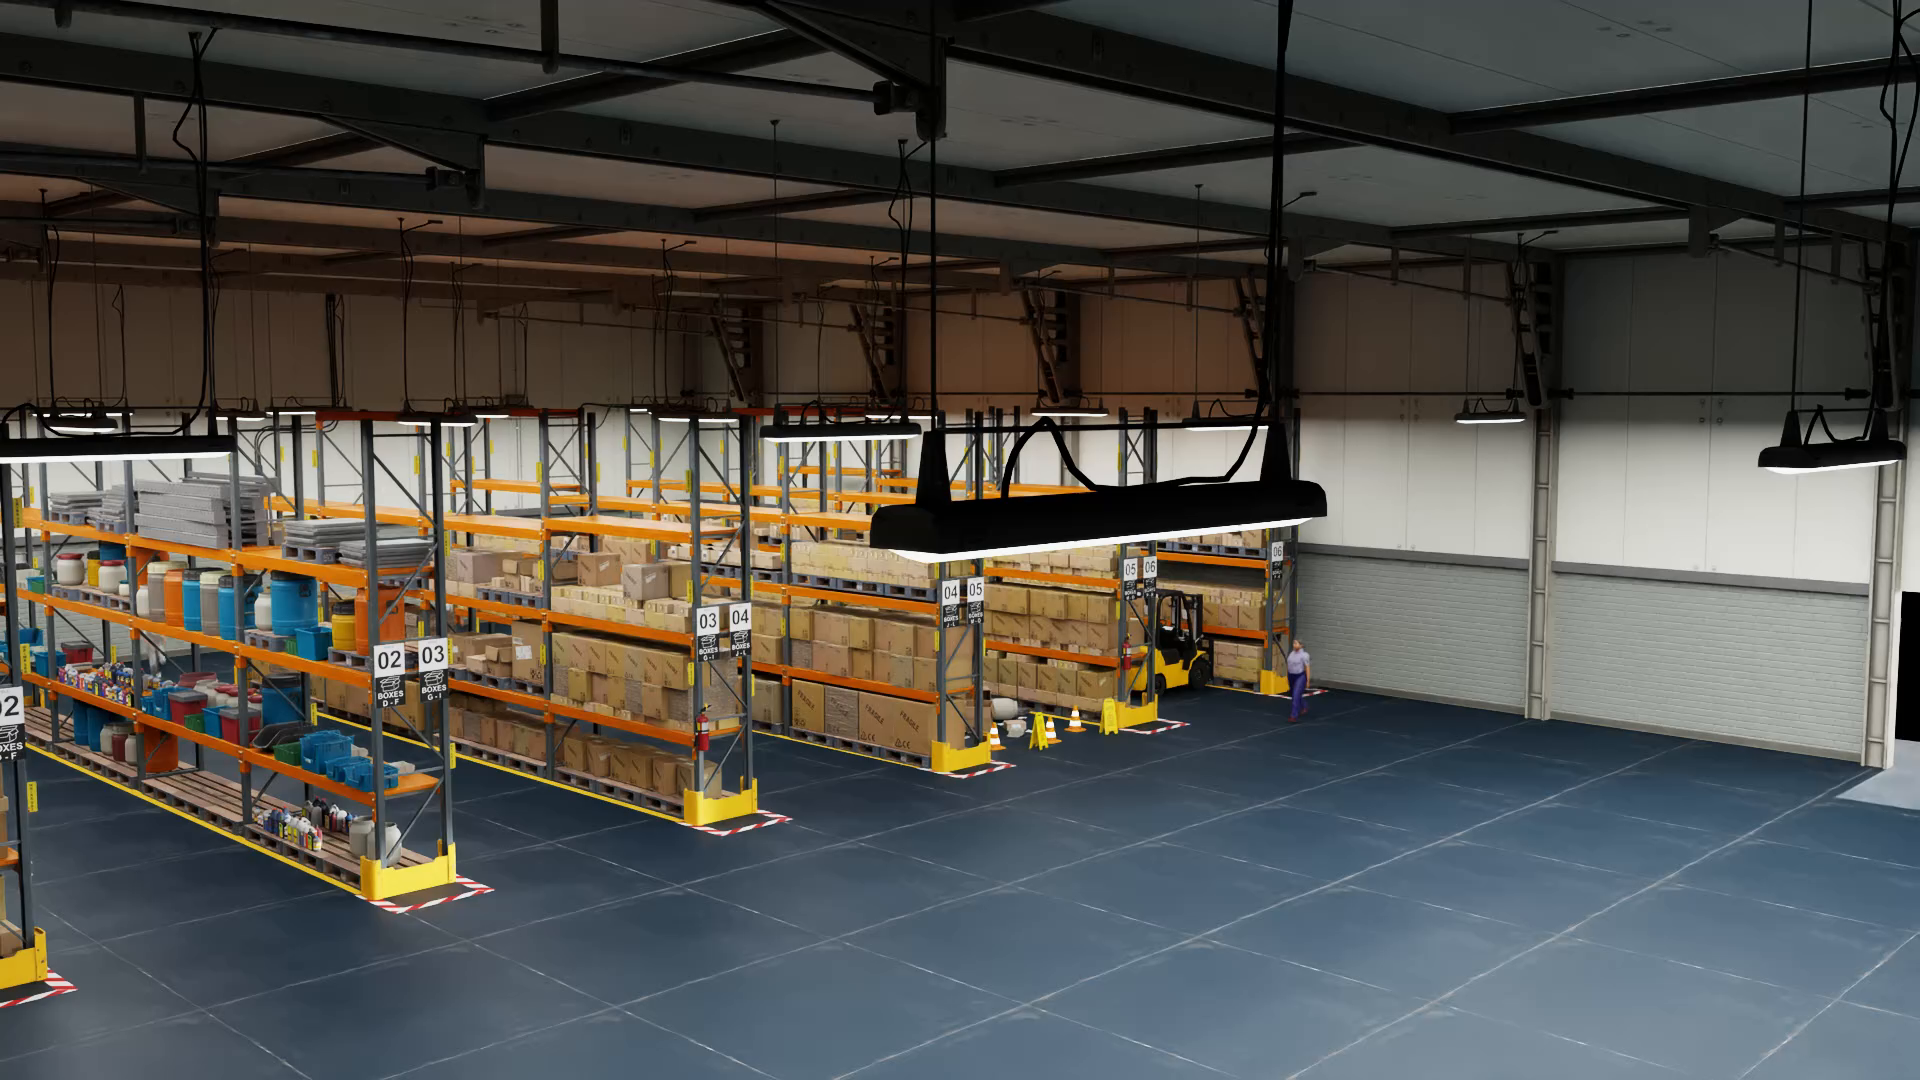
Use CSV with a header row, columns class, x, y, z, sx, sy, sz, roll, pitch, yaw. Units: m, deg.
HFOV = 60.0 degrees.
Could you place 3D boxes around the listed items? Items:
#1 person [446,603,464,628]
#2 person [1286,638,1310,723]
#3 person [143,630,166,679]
class,x,y,z,sx,sy,sz,roll,pitch,yaw
person,-12.378,1.926,40.216,0.521,1.678,1.102,3,6,29
person,6.559,2.679,32.101,0.962,1.601,0.479,-5,7,-44
person,-17.563,2.333,36.312,0.546,1.578,0.700,-4,6,-35
